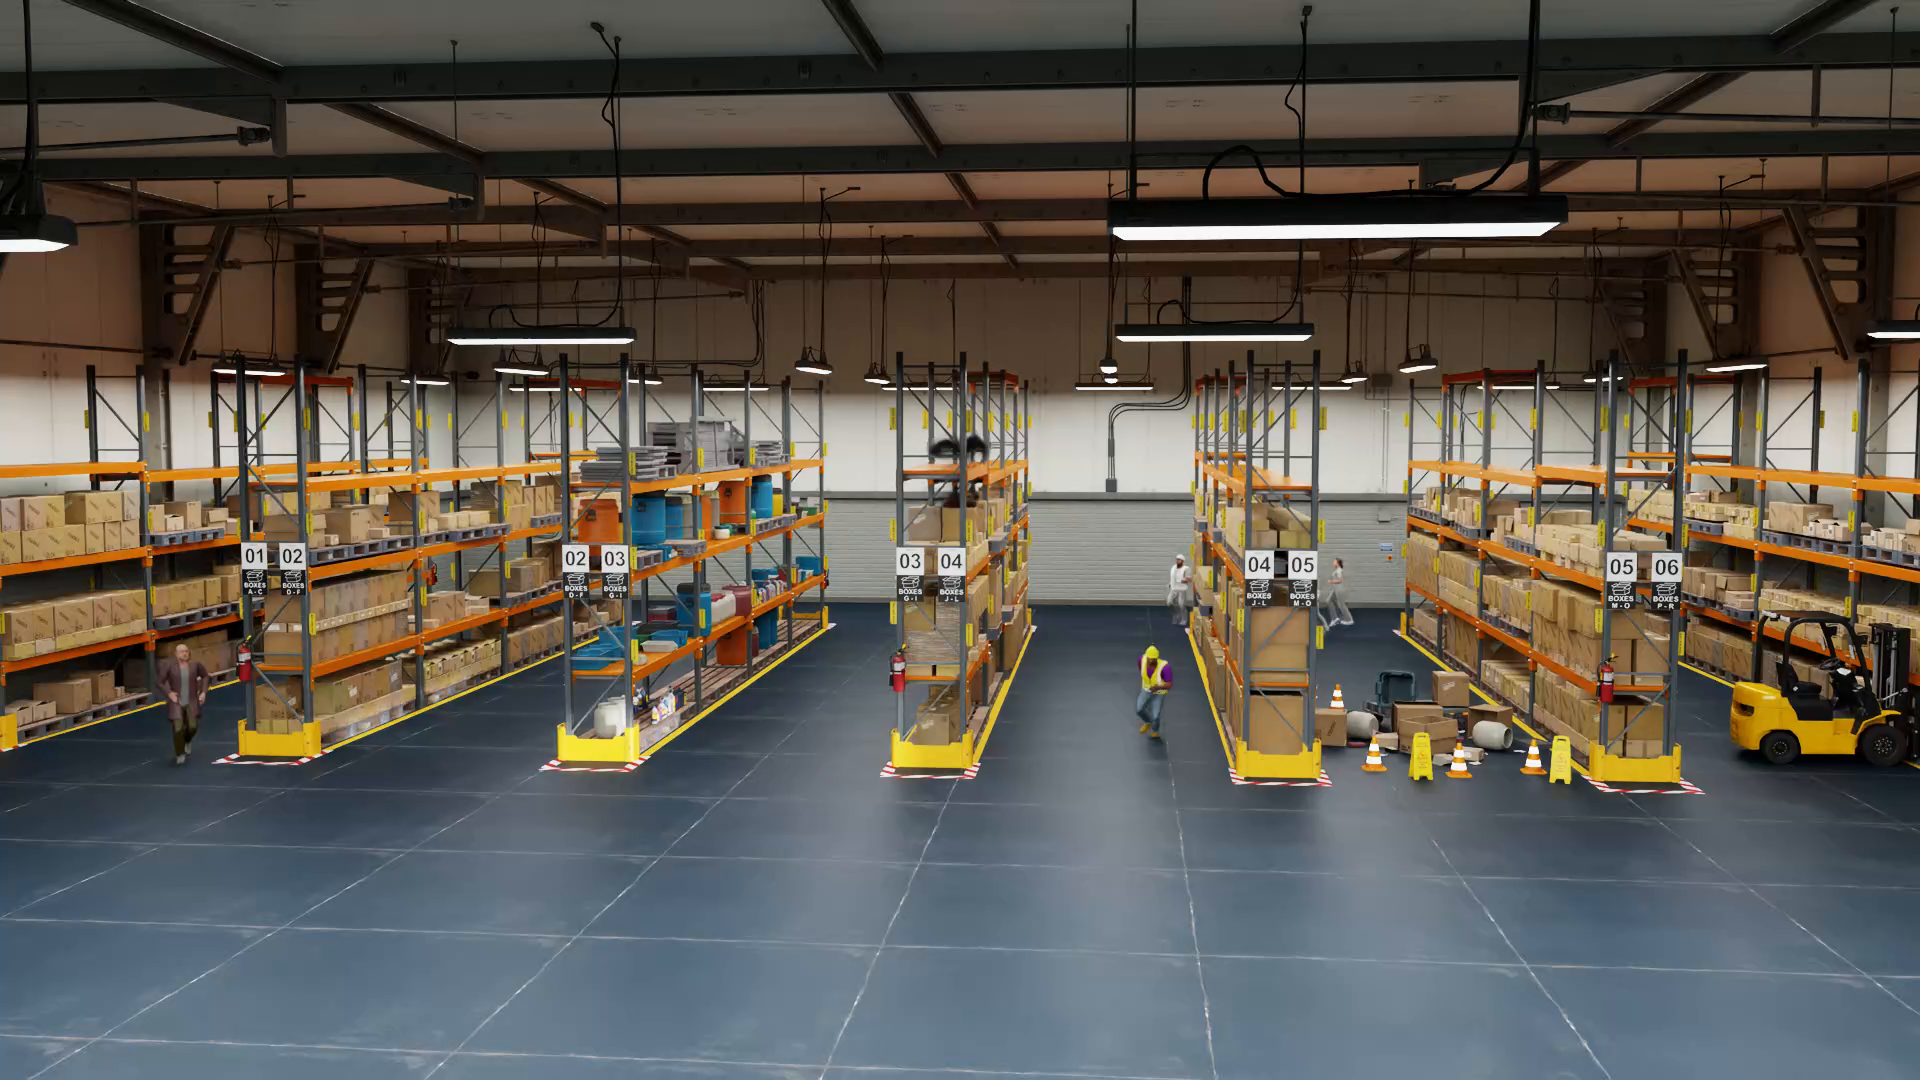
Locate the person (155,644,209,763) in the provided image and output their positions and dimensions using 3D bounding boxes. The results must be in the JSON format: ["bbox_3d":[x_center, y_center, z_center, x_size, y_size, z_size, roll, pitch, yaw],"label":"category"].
[{"bbox_3d":[-11.445,2.408,24.523,0.753,1.749,0.666,-3,5,-34],"label":"person"}]

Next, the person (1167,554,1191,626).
[{"bbox_3d":[5.313,1.226,40.591,0.665,1.752,0.667,3,5,38],"label":"person"}]

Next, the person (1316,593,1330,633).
[{"bbox_3d":[8.240,1.408,38.974,0.935,1.685,0.602,4,6,43],"label":"person"}]

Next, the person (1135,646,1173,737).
[{"bbox_3d":[3.015,2.377,26.013,0.738,1.526,0.985,2,5,26],"label":"person"}]

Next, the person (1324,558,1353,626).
[{"bbox_3d":[9.277,1.286,40.714,0.724,1.710,0.554,0,4,7],"label":"person"}]
